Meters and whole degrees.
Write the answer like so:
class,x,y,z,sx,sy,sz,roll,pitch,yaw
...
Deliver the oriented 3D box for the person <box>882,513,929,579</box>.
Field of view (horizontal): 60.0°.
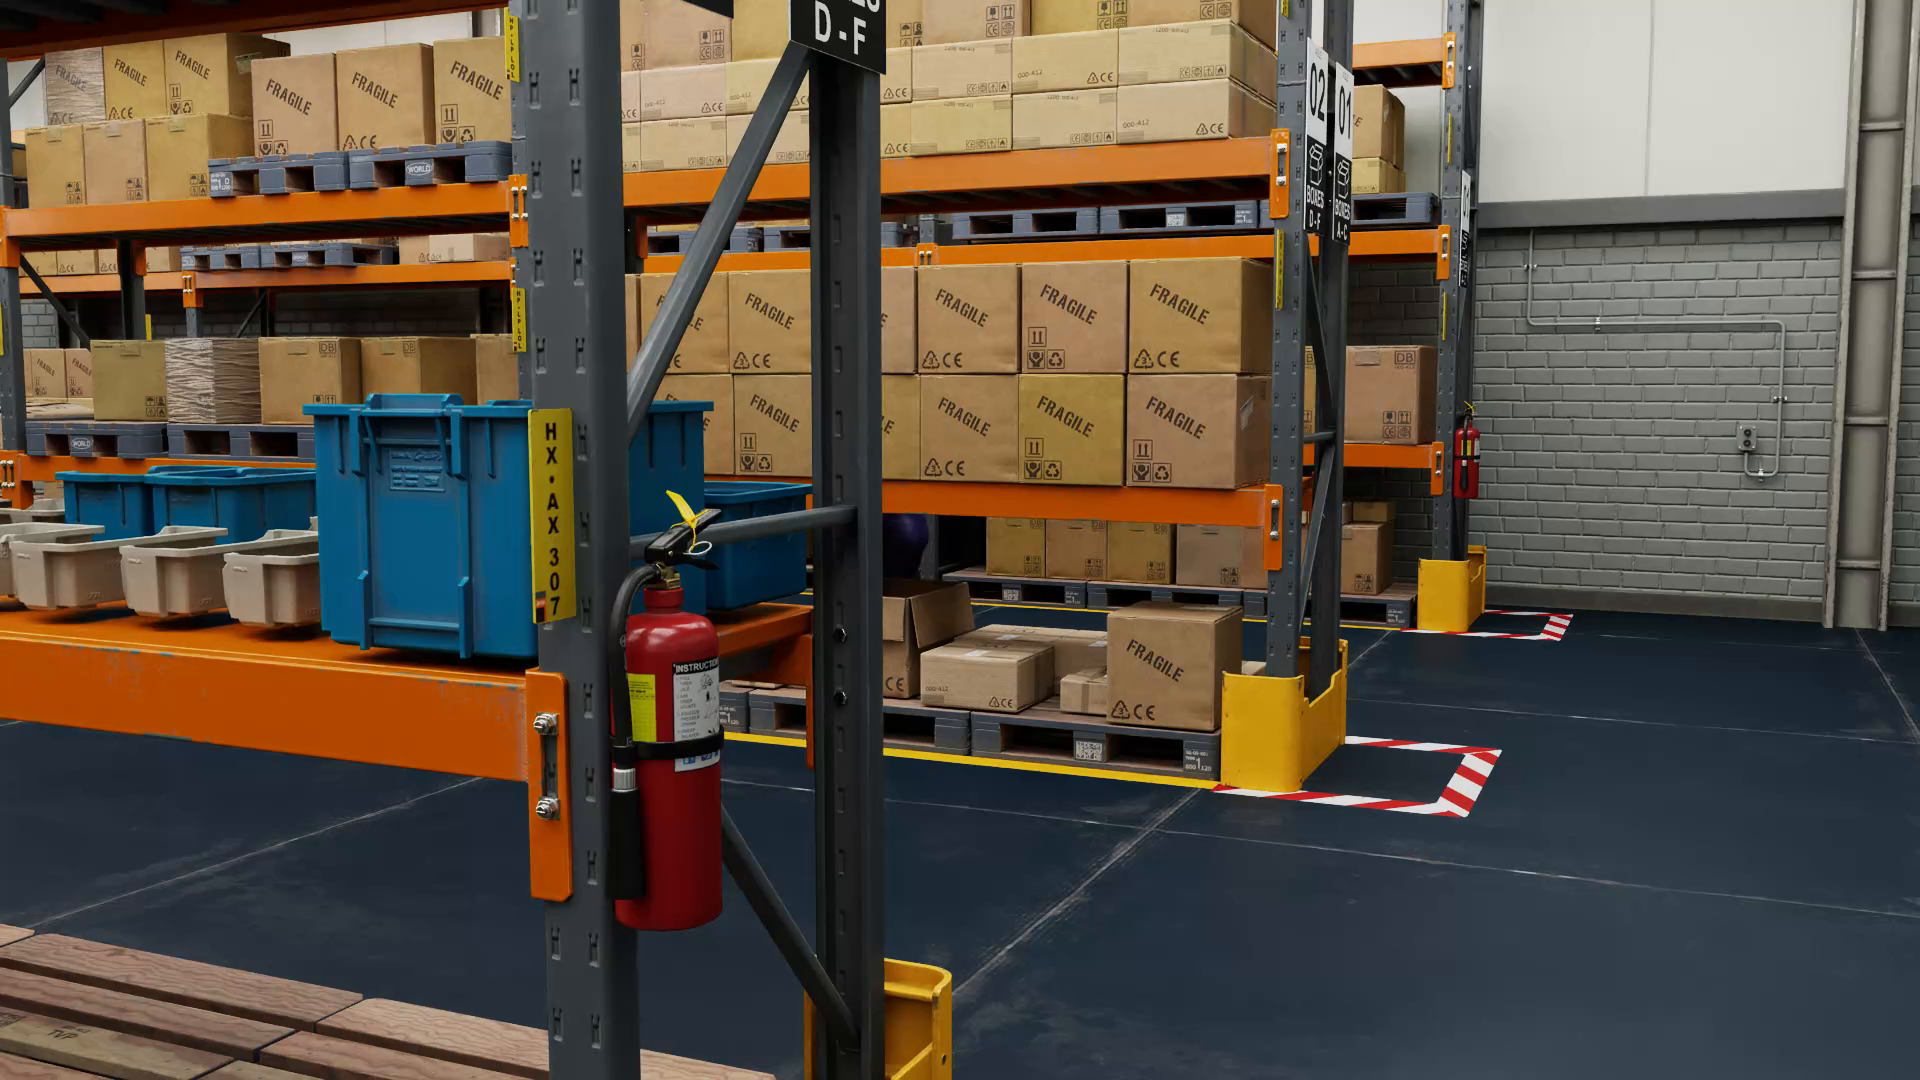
class,x,y,z,sx,sy,sz,roll,pitch,yaw
person,-0.400,-0.038,10.192,0.368,1.654,0.530,2,6,22
